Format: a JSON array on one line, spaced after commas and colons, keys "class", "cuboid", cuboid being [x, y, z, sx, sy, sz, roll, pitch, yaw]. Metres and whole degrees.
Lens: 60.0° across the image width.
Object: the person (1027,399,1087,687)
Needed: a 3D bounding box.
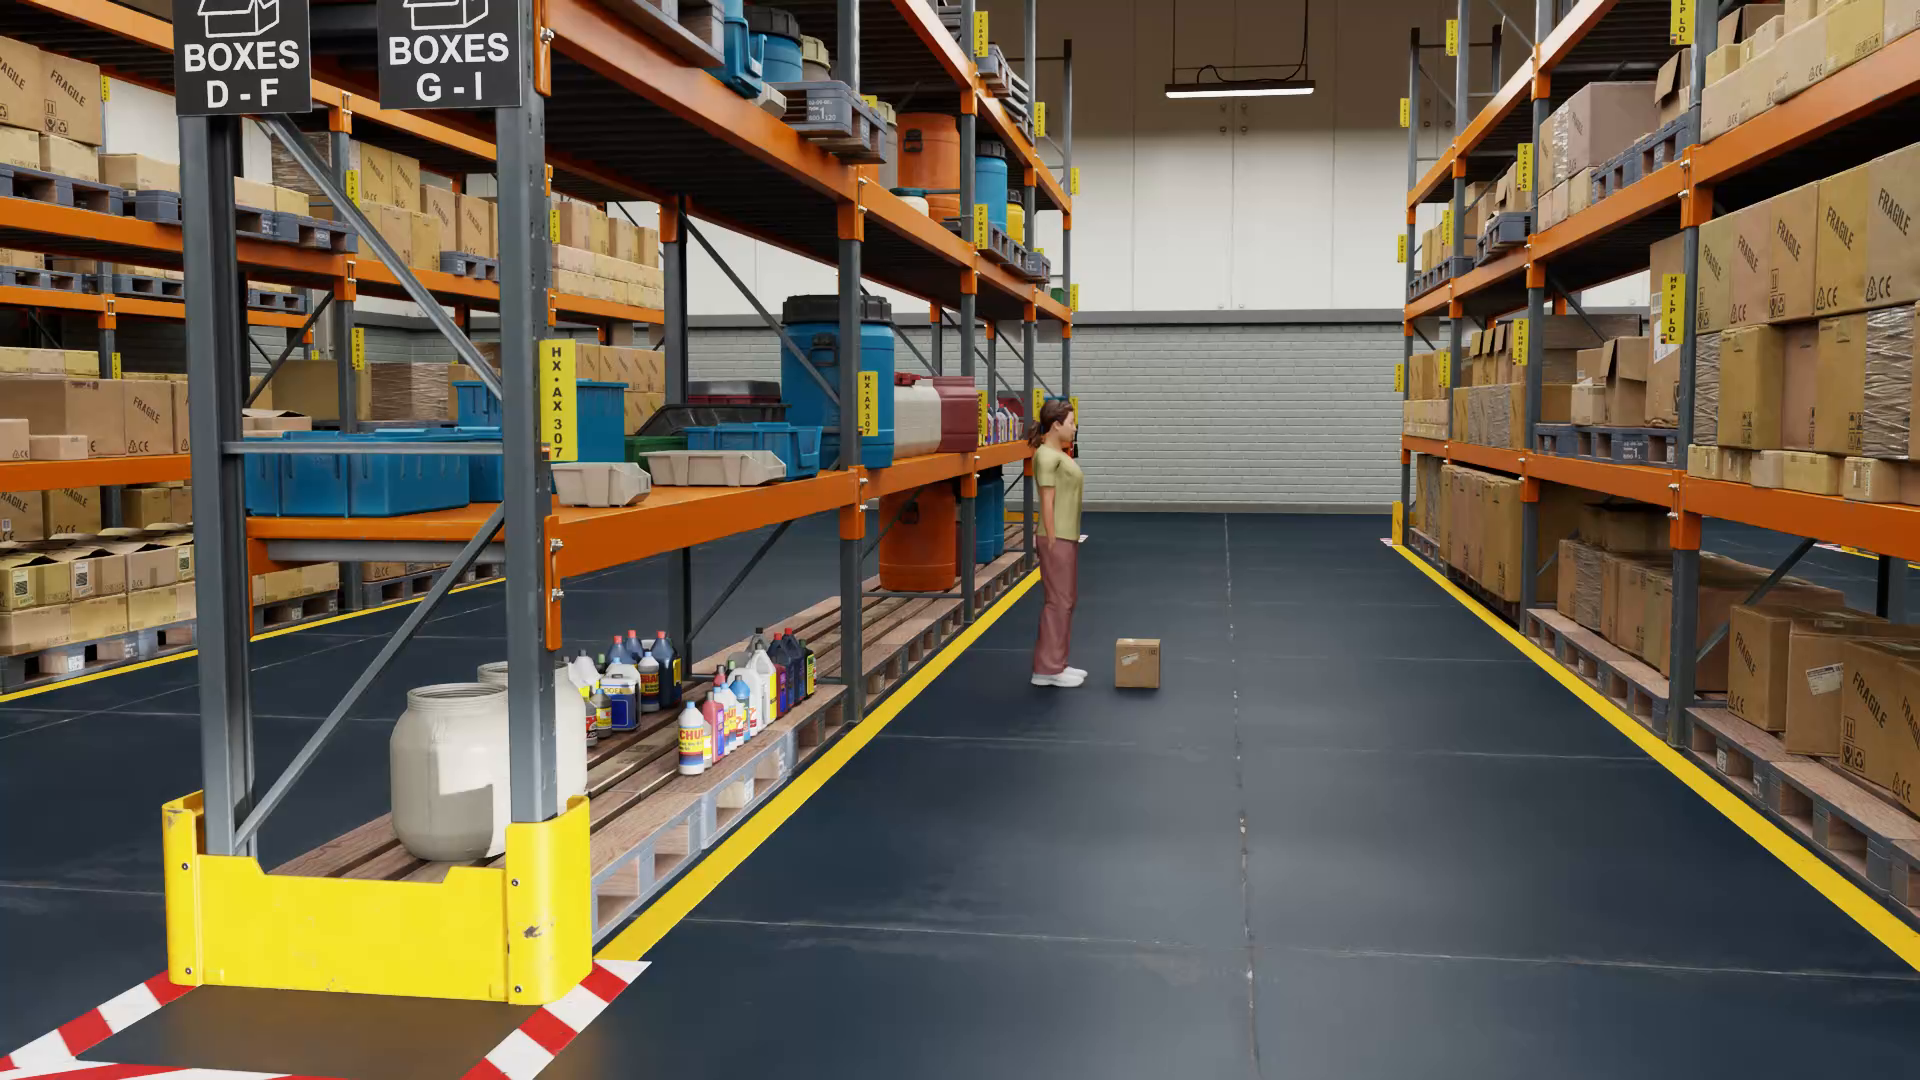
[{"class": "person", "cuboid": [0.564, 0.009, 9.786, 0.362, 1.672, 0.442, 1, 5, 10]}]
